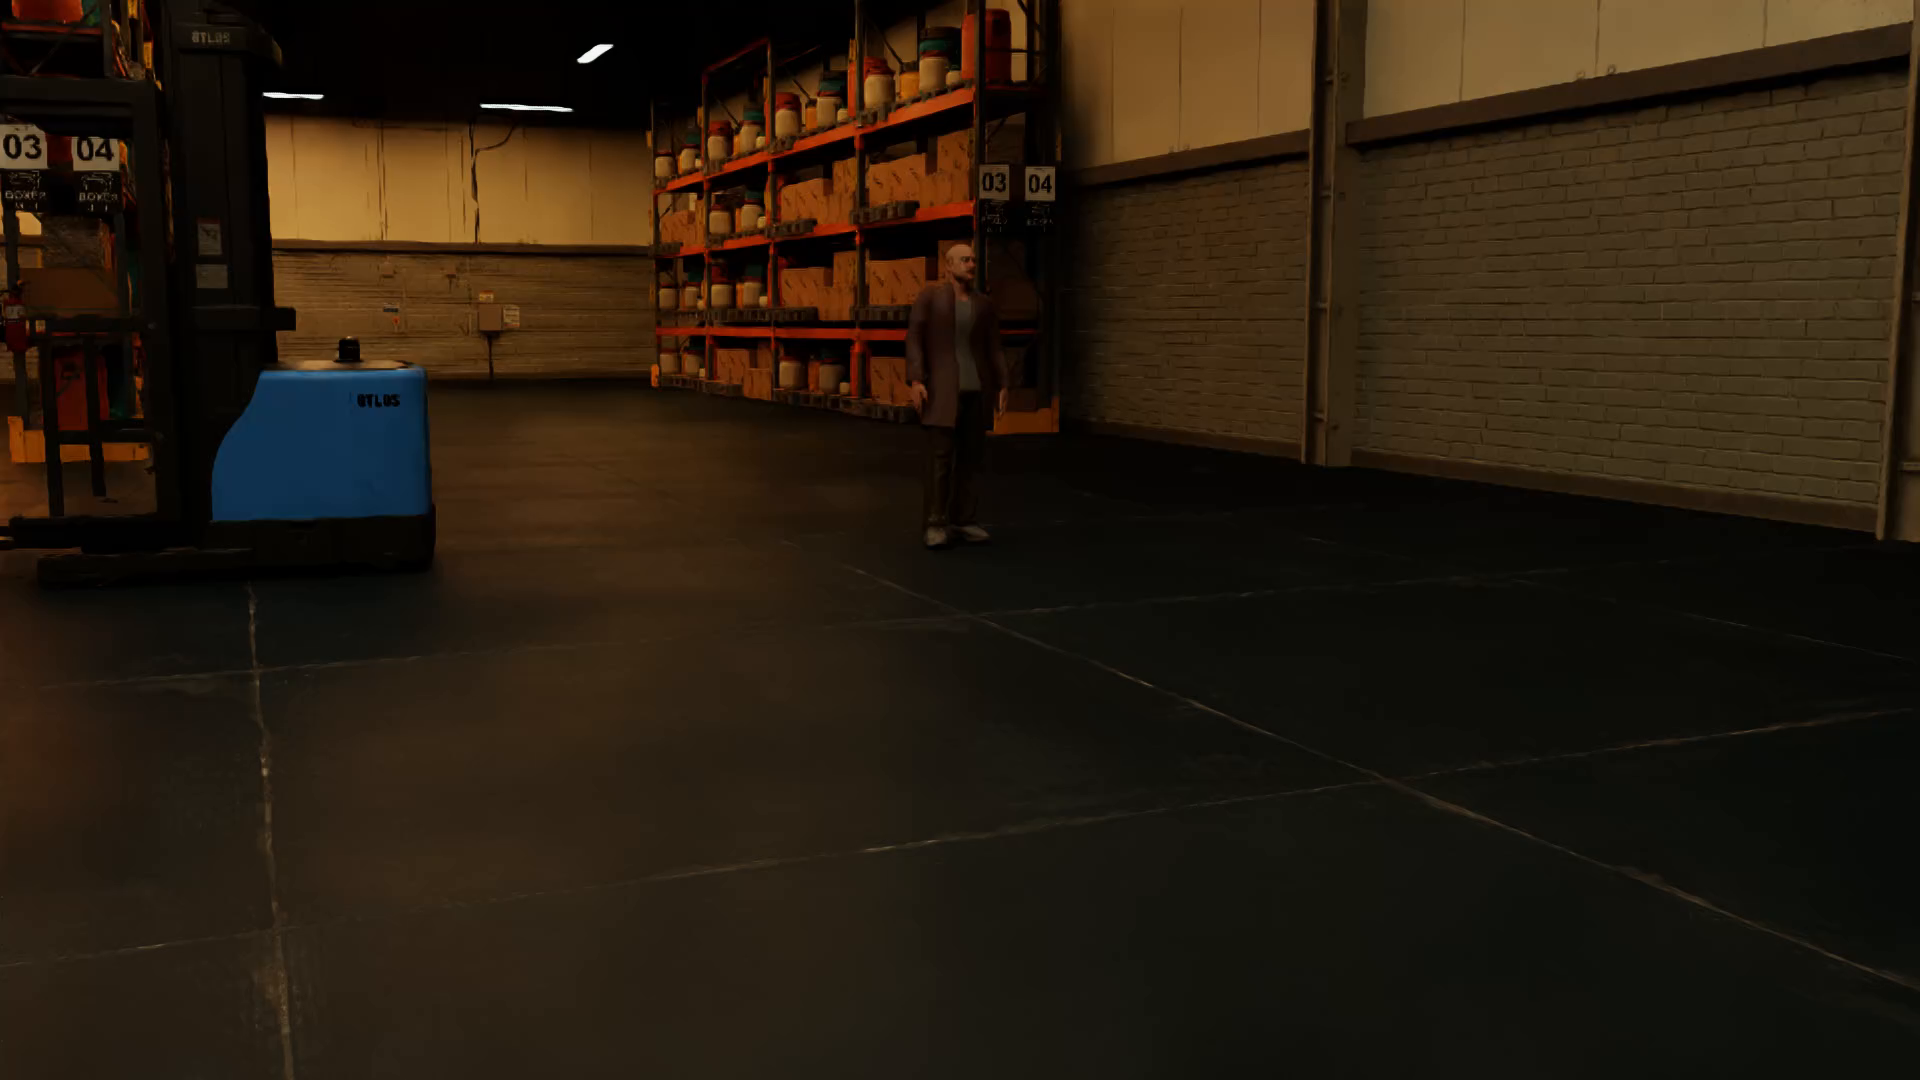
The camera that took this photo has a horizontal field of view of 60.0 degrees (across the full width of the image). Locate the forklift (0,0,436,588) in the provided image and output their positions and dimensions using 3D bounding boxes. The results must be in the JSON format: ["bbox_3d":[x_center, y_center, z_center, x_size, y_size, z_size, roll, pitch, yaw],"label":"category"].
[{"bbox_3d":[-4.404,-1.290,8.727,3.031,2.935,1.130,-2,8,-16],"label":"forklift"}]

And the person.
[{"bbox_3d":[0.032,-0.878,9.952,0.694,1.776,0.580,-3,8,-23],"label":"person"}]
